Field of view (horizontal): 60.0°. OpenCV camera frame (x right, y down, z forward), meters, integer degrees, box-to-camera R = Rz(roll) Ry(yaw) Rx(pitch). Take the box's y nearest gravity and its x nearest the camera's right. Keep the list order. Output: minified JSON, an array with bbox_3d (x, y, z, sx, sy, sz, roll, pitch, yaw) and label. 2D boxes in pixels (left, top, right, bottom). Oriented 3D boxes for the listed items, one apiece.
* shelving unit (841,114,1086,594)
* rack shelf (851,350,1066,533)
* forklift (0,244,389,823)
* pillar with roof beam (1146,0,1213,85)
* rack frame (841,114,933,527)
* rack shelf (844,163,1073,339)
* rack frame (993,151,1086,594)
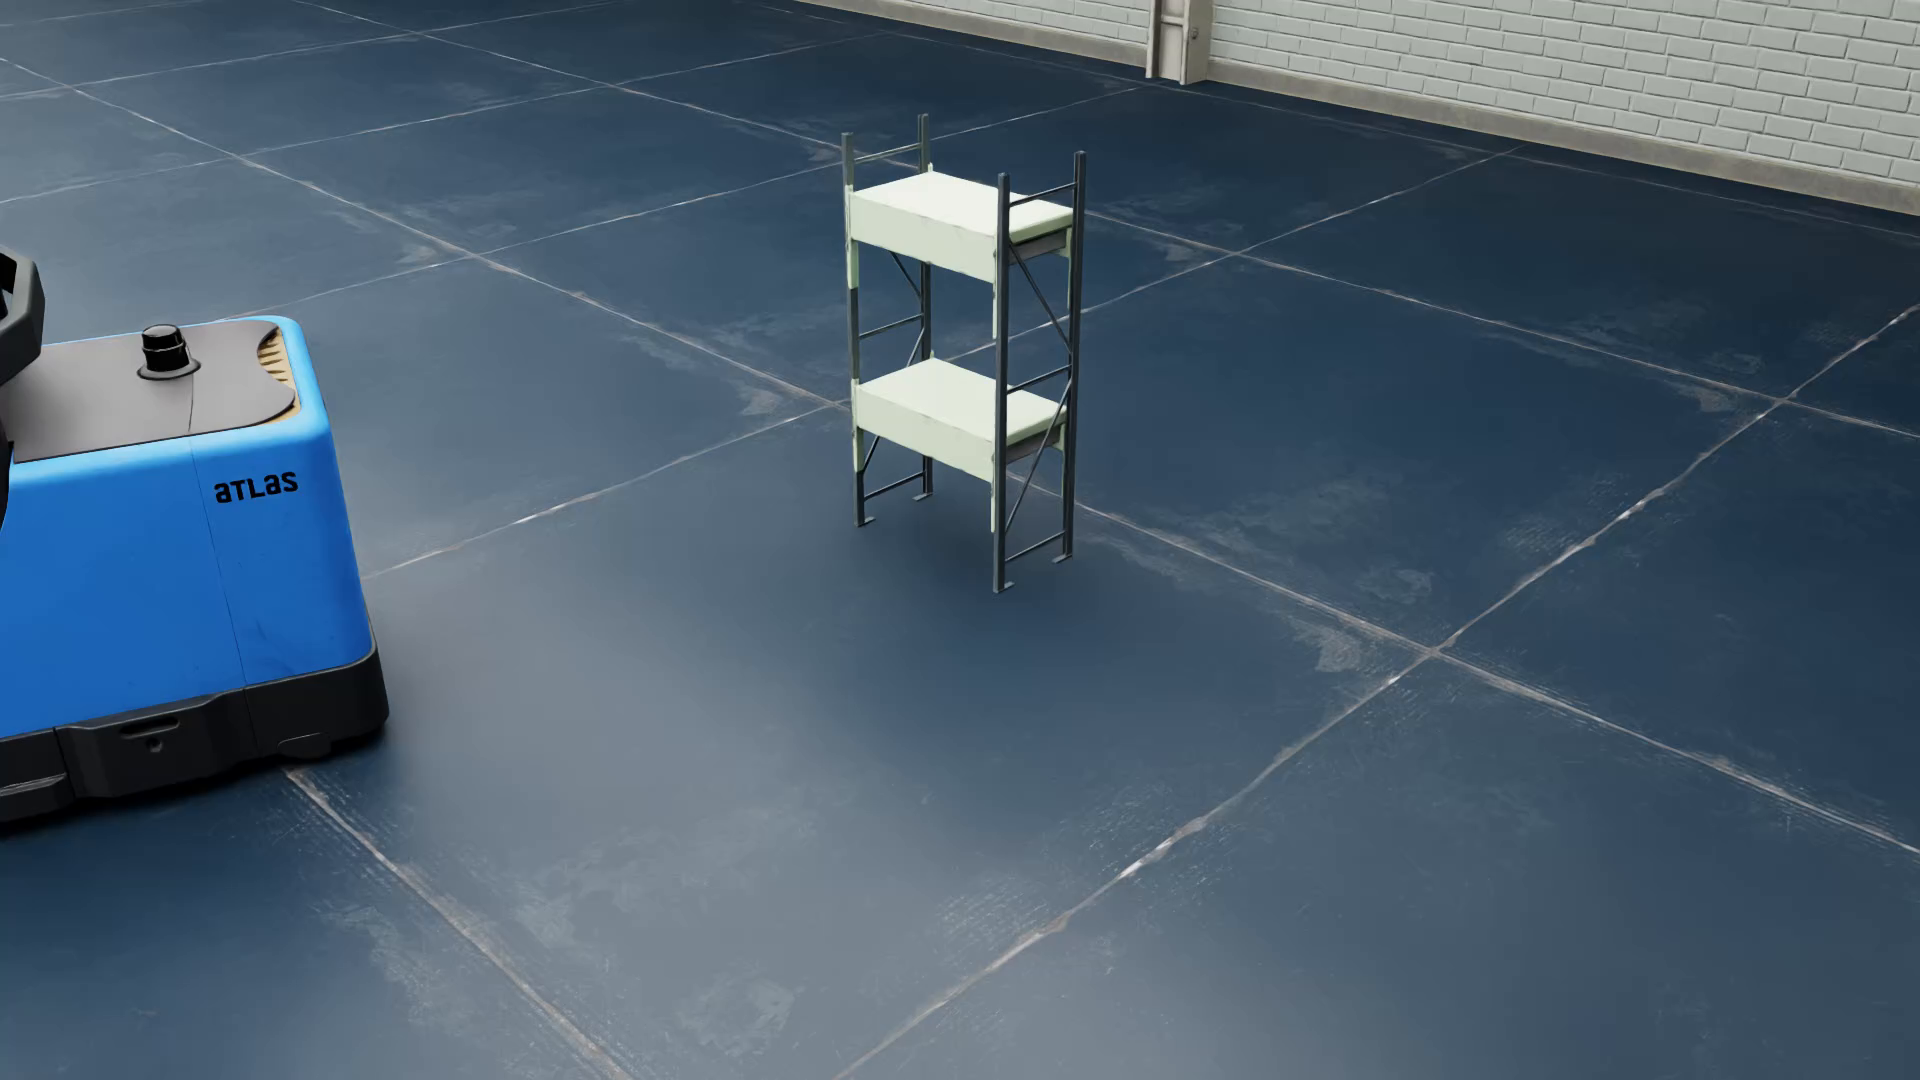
[{"bbox_3d":[0.005,-0.662,5.897,0.755,1.500,0.431,25,36,38],"label":"shelving unit"},{"bbox_3d":[0.005,-0.373,6.049,0.720,0.370,0.431,25,36,38],"label":"rack shelf"},{"bbox_3d":[-3.304,-0.597,4.236,3.031,2.935,1.130,-12,30,-22],"label":"forklift"},{"bbox_3d":[-1.290,-6.237,8.443,0.400,9.000,9.100,25,36,38],"label":"pillar with roof beam"},{"bbox_3d":[-0.256,-0.781,6.124,0.023,1.500,0.400,25,36,38],"label":"rack frame"},{"bbox_3d":[0.005,-1.007,5.715,0.720,0.370,0.431,25,36,38],"label":"rack shelf"},{"bbox_3d":[0.266,-0.542,5.670,0.023,1.500,0.400,25,36,38],"label":"rack frame"}]
